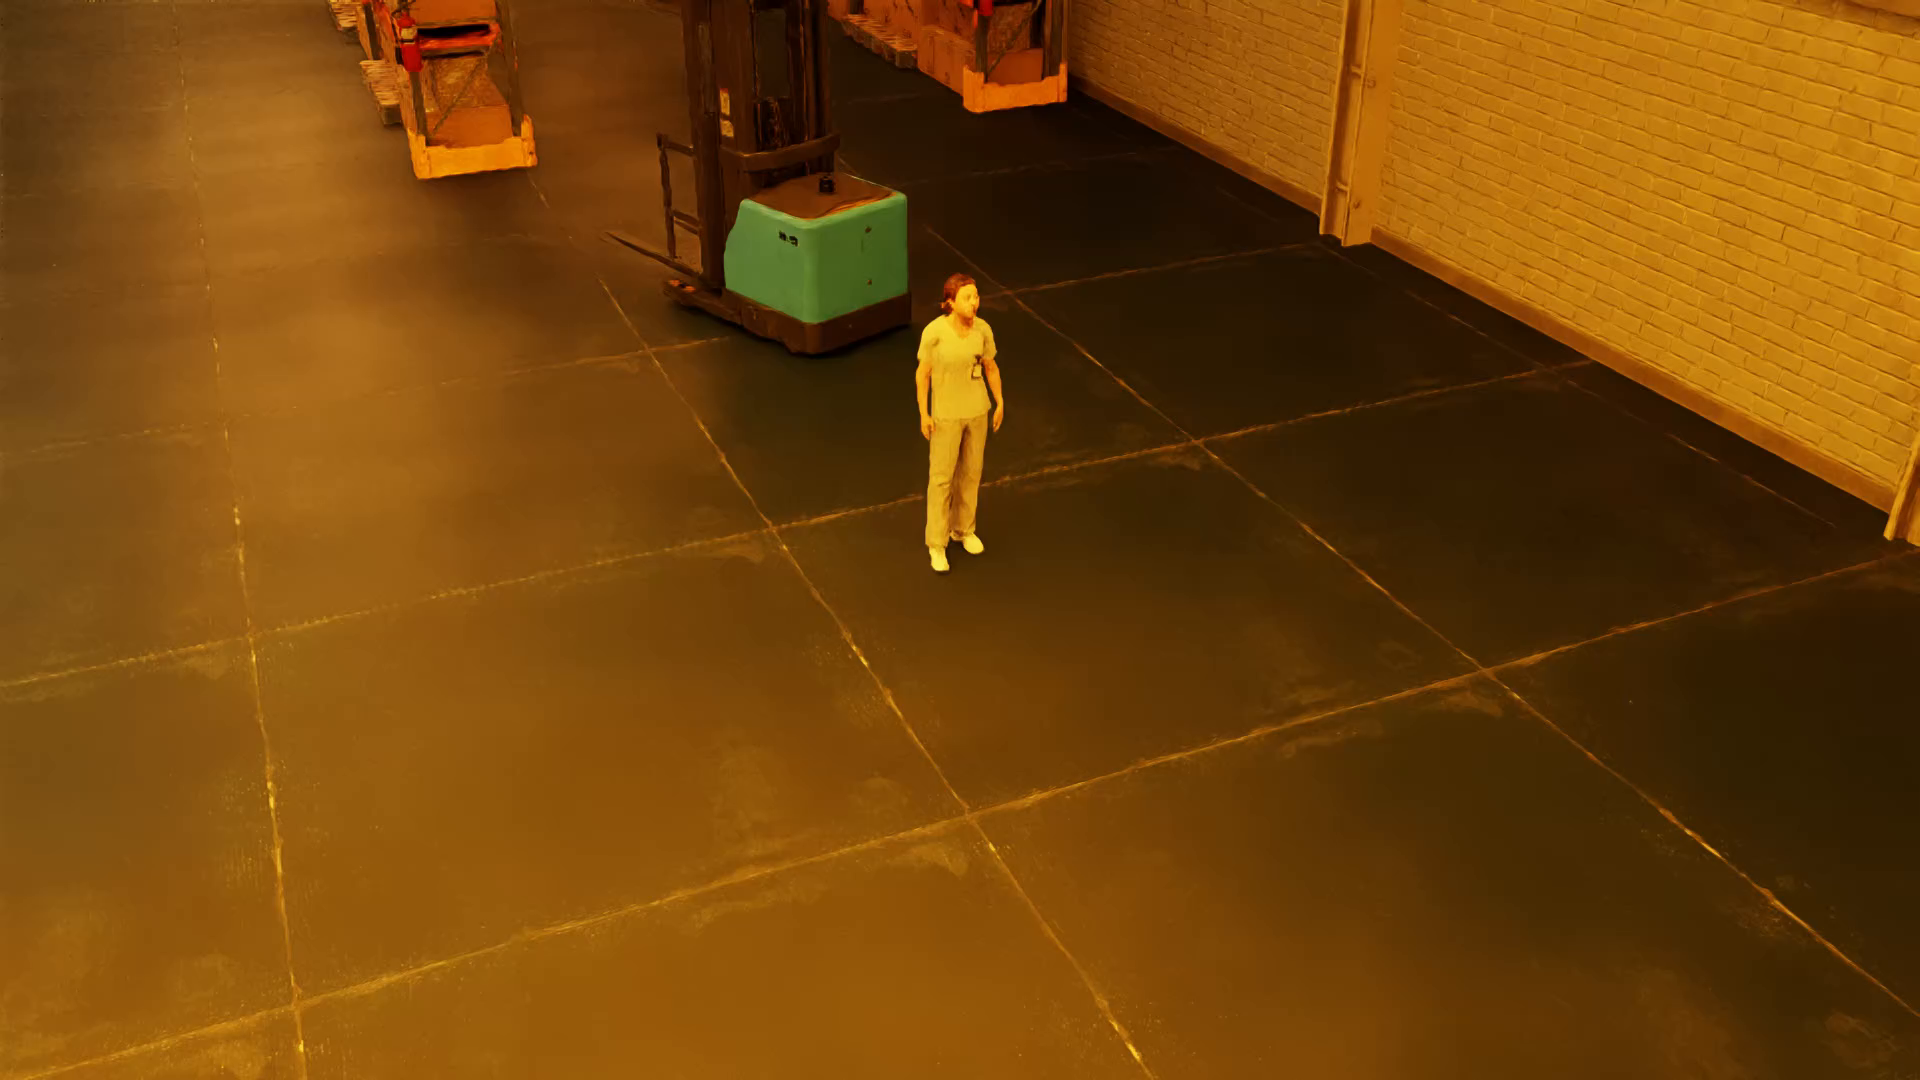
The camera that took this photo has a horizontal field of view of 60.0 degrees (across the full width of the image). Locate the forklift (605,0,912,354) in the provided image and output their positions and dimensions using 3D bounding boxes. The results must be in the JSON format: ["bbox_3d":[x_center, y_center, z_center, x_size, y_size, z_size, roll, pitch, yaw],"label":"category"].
[{"bbox_3d":[-1.756,-3.295,12.883,1.130,2.935,3.031,-25,38,-37],"label":"forklift"}]

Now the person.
[{"bbox_3d":[0.017,-0.690,9.594,0.550,1.658,0.548,-12,32,-20],"label":"person"}]
